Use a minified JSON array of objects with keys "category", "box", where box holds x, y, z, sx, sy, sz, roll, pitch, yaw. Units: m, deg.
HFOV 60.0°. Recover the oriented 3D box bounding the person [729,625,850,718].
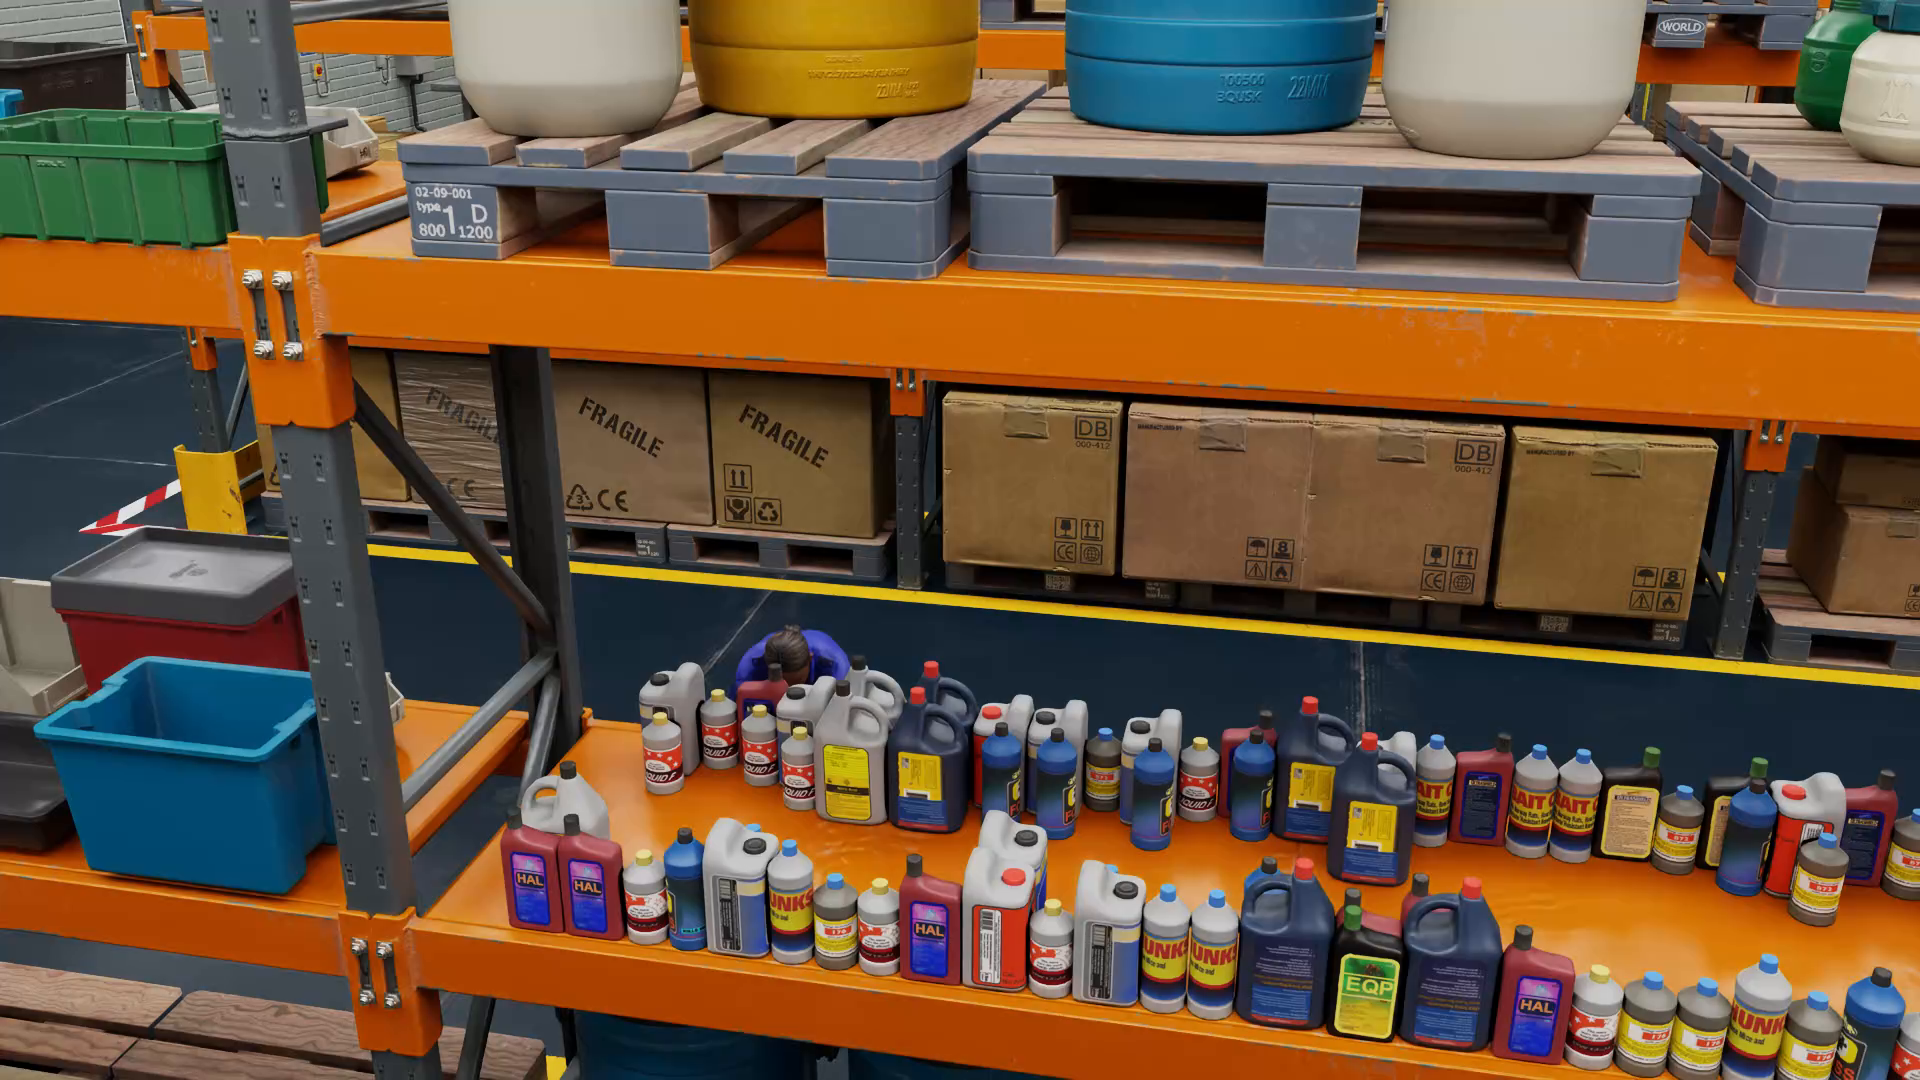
[{"category":"person","box":[-0.633,0.681,6.403,0.505,0.916,0.826,4,22,11]}]
